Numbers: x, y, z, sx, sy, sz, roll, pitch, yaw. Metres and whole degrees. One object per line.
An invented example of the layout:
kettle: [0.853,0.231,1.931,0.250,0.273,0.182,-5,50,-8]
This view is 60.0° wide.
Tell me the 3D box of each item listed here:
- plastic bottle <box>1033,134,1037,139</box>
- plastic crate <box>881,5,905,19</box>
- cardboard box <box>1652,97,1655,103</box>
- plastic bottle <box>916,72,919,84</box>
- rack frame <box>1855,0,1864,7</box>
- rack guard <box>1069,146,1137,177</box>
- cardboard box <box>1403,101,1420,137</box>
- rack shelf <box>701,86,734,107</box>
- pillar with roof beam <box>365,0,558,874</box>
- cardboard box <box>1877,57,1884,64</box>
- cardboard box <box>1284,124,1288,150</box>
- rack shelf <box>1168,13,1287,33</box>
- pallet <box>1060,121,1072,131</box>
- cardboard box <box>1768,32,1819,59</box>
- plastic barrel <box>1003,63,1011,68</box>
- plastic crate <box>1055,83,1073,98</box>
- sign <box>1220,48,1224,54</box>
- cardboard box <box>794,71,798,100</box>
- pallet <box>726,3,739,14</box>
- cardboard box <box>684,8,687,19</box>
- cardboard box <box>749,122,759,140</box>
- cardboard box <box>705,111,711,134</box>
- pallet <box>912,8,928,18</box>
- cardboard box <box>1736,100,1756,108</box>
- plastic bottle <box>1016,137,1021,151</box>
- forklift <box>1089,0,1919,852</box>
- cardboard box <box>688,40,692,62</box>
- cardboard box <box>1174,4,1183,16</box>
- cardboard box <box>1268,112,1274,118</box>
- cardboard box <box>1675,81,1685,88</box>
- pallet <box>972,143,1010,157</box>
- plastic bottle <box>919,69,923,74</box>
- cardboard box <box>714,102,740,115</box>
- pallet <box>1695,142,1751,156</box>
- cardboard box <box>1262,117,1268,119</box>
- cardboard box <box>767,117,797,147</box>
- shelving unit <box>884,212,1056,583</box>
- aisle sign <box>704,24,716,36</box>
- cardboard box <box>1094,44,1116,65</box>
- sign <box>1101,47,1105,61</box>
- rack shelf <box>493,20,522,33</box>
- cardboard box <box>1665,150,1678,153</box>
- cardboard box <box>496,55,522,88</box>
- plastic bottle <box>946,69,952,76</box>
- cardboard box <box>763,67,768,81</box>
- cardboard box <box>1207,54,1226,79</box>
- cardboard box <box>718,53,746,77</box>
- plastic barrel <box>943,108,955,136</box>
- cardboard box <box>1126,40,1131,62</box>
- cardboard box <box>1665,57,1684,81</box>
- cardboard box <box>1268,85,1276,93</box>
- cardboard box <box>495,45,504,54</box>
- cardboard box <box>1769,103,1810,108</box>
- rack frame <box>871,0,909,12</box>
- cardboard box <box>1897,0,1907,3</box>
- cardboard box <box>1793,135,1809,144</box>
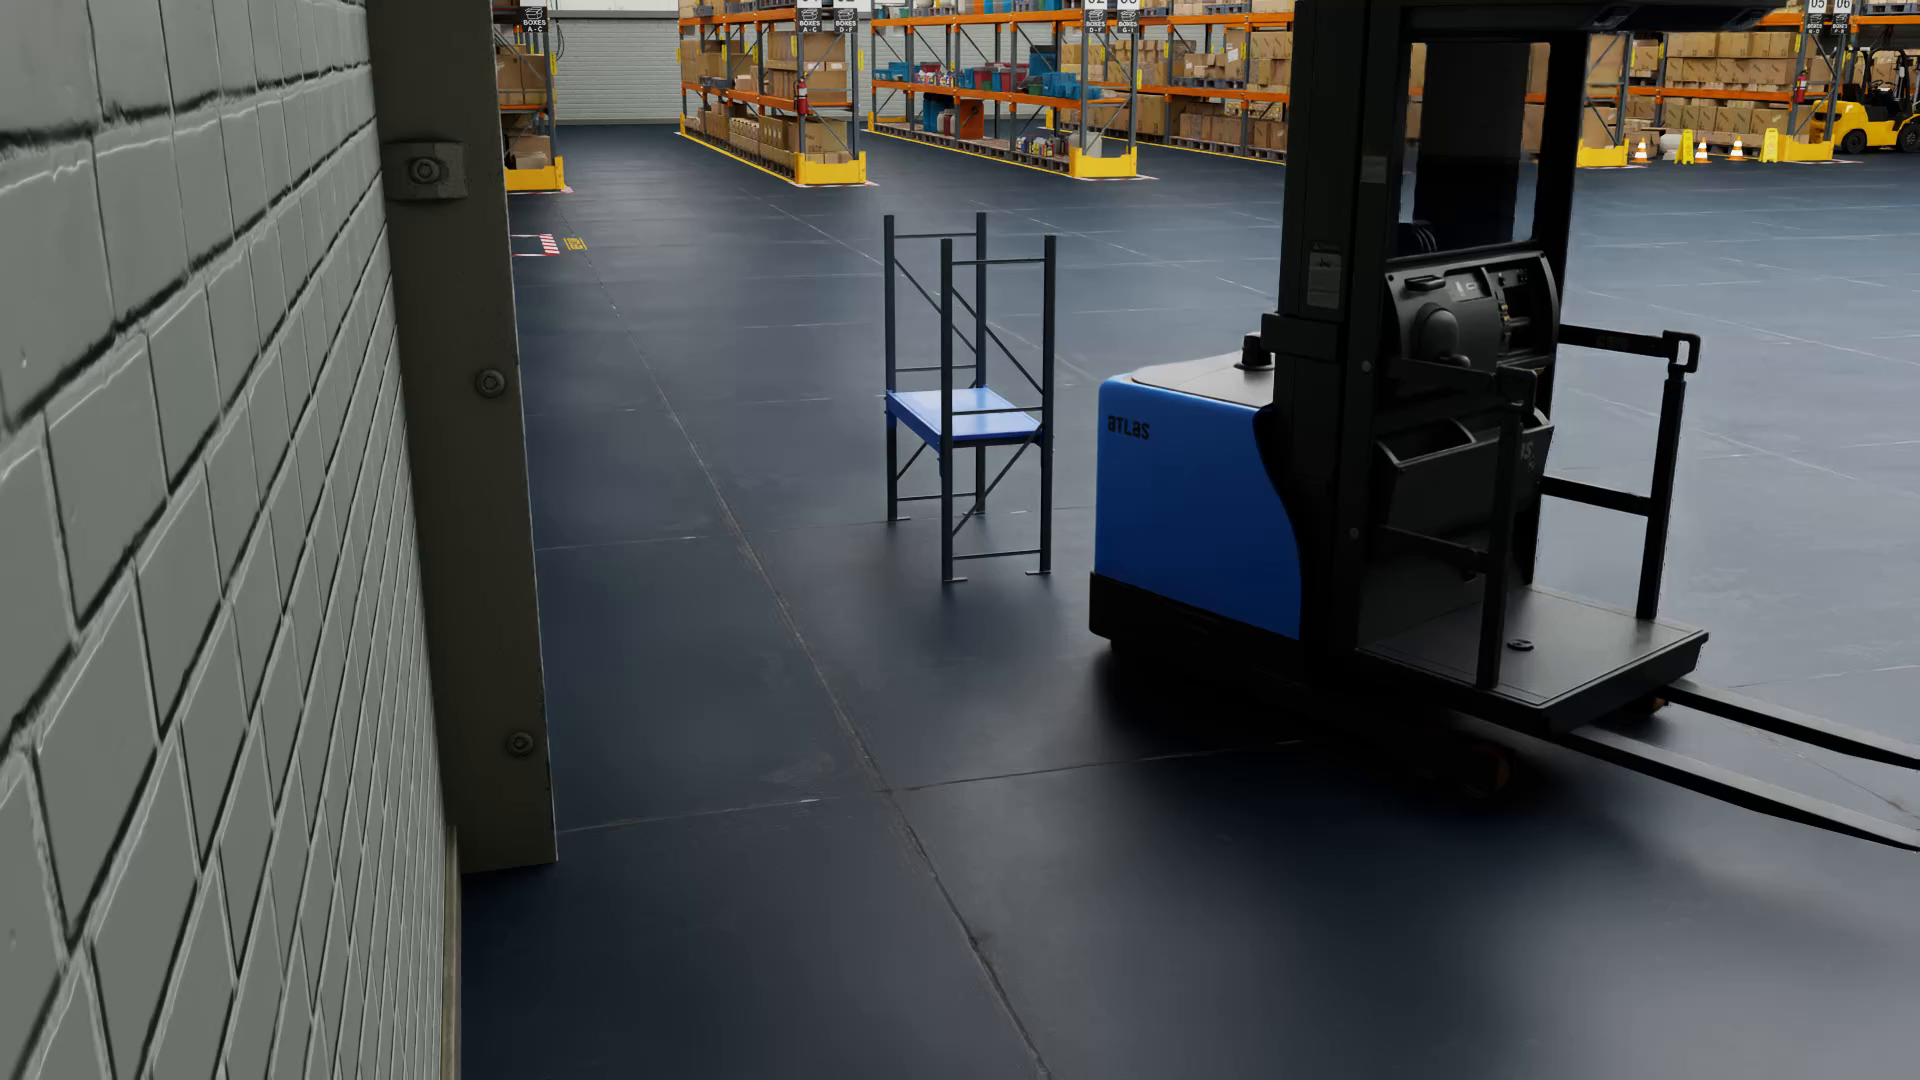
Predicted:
plastic bottle: [1.443,-7.644,32.027,0.144,0.351,0.185,-5,17,-15]
plastic crate: [-1.660,-13.229,41.672,0.504,0.338,0.767,-5,17,-15]
cardboard box: [18.541,-11.635,43.961,0.380,0.149,0.250,-5,17,-15]
plastic bottle: [-0.989,-10.932,39.334,0.061,0.283,0.133,-5,17,-15]
rack frame: [20.544,-13.389,36.882,1.000,3.000,0.127,-5,17,-15]
rack guard: [2.515,-6.661,29.257,1.175,0.500,0.348,-5,17,-15]
cardboard box: [10.266,-9.516,37.598,1.050,0.750,0.750,-4,17,-14]
rack shelf: [-4.931,-9.872,36.852,1.077,0.370,4.000,-5,17,-15]
pillar with roof beam: [2.766,-3.758,4.819,9.100,9.000,0.400,-5,17,-15]
cardboard box: [20.550,-10.624,36.804,0.380,0.149,0.250,-5,17,-15]
cardboard box: [6.726,-7.905,32.671,0.500,0.500,0.500,-6,18,-20]
rack shelf: [5.694,-10.984,35.341,1.077,0.370,4.000,-5,17,-15]
pallet: [3.241,-11.107,44.563,1.003,0.211,1.213,-5,17,-15]
cardboard box: [16.522,-9.809,32.964,0.700,0.500,0.500,-5,17,-17]
plastic barrel: [1.109,-9.617,34.517,0.433,0.535,0.433,0,17,0]
plastic crate: [1.983,-8.064,29.843,0.499,0.251,0.408,-5,17,-15]
sign: [7.221,-13.394,45.822,0.100,0.325,0.005,-5,17,-15]
cardboard box: [-2.447,-7.773,28.441,0.700,0.500,0.500,-4,17,-14]
pallet: [-4.109,-10.828,33.901,1.213,0.211,1.003,-4,17,-13]
cardboard box: [-6.419,-12.801,40.400,0.500,0.250,0.500,-5,17,-15]
cardboard box: [-3.818,-7.942,32.253,0.500,0.311,0.500,-4,17,-14]
cardboard box: [-5.582,-9.630,38.377,0.500,0.500,0.500,-6,18,-18]
pallet: [-0.407,-12.297,38.790,1.213,0.211,1.003,-5,17,-15]
cardboard box: [16.169,-8.937,34.108,0.380,0.149,0.250,-4,17,-14]
plastic bottle: [1.148,-7.728,32.444,0.097,0.271,0.097,0,17,0]
forklift: [1.846,-0.755,5.371,1.130,2.935,3.031,-14,22,-39]
cardboard box: [-6.287,-11.836,40.228,0.500,0.500,0.500,-5,17,-16]
cardboard box: [5.029,-11.660,36.601,0.500,0.250,0.500,-4,17,-14]
cardboard box: [8.273,-11.102,43.408,0.380,0.149,0.250,-5,18,-17]
cardboard box: [15.670,-9.824,35.878,0.380,0.149,0.250,-4,17,-14]
pallet: [0.890,-8.164,34.763,1.003,0.211,1.213,-5,17,-15]
plastic bottle: [-0.920,-11.002,39.451,0.144,0.351,0.185,-5,17,-15]
cardboard box: [-5.169,-9.574,36.886,0.500,0.250,0.500,-5,17,-16]
pallet: [16.330,-8.266,35.102,1.003,0.211,1.213,-5,17,-15]
cardboard box: [8.122,-11.119,43.981,0.380,0.149,0.250,-5,17,-15]
cardboard box: [-3.180,-7.370,30.020,0.500,0.500,0.500,-5,17,-15]
shelving unit: [0.023,-0.695,7.658,0.538,1.500,1.048,-5,17,-15]
aisle sign: [-6.304,-13.164,42.043,0.394,0.787,0.004,-5,17,-15]
cardboard box: [3.662,-12.087,41.418,0.500,0.500,0.500,-4,17,-14]
sign: [3.512,-11.960,40.910,0.100,0.325,0.005,-5,17,-15]
rack shelf: [-9.693,-10.915,35.113,1.077,0.370,4.000,-5,17,-15]
cardboard box: [14.570,-7.853,33.837,0.380,0.149,0.250,4,17,13]
cardboard box: [-7.278,-7.468,26.521,0.500,0.500,0.500,-5,17,-16]
plastic bottle: [-0.237,-10.845,38.929,0.144,0.351,0.185,-5,17,-15]
cardboard box: [-3.622,-8.964,32.405,0.500,0.500,0.500,-3,17,-11]
cardboard box: [5.679,-10.061,35.324,0.797,0.503,0.637,-3,17,-10]
cardboard box: [-4.935,-10.535,36.905,0.700,0.500,0.500,-10,19,-29]
plastic barrel: [-0.079,-9.546,37.979,0.600,0.588,0.708,-5,17,-15]
cardboard box: [4.406,-11.713,39.814,0.797,0.503,0.637,-5,17,-15]
cardboard box: [15.625,-10.169,35.900,0.500,0.500,0.500,-5,17,-15]
cardboard box: [6.272,-8.857,32.661,0.380,0.149,0.250,-5,17,-15]
cardboard box: [-9.517,-9.934,33.781,0.500,0.250,0.500,-4,17,-14]
cardboard box: [19.975,-10.146,39.912,0.875,0.625,0.625,-5,18,-18]
rack frame: [-1.816,-15.140,42.711,1.000,3.000,0.127,-5,17,-15]
cardboard box: [20.587,-11.720,36.074,0.380,0.149,0.250,-4,17,-14]
cardboard box: [16.916,-8.145,33.903,0.500,0.250,0.500,-5,17,-16]
